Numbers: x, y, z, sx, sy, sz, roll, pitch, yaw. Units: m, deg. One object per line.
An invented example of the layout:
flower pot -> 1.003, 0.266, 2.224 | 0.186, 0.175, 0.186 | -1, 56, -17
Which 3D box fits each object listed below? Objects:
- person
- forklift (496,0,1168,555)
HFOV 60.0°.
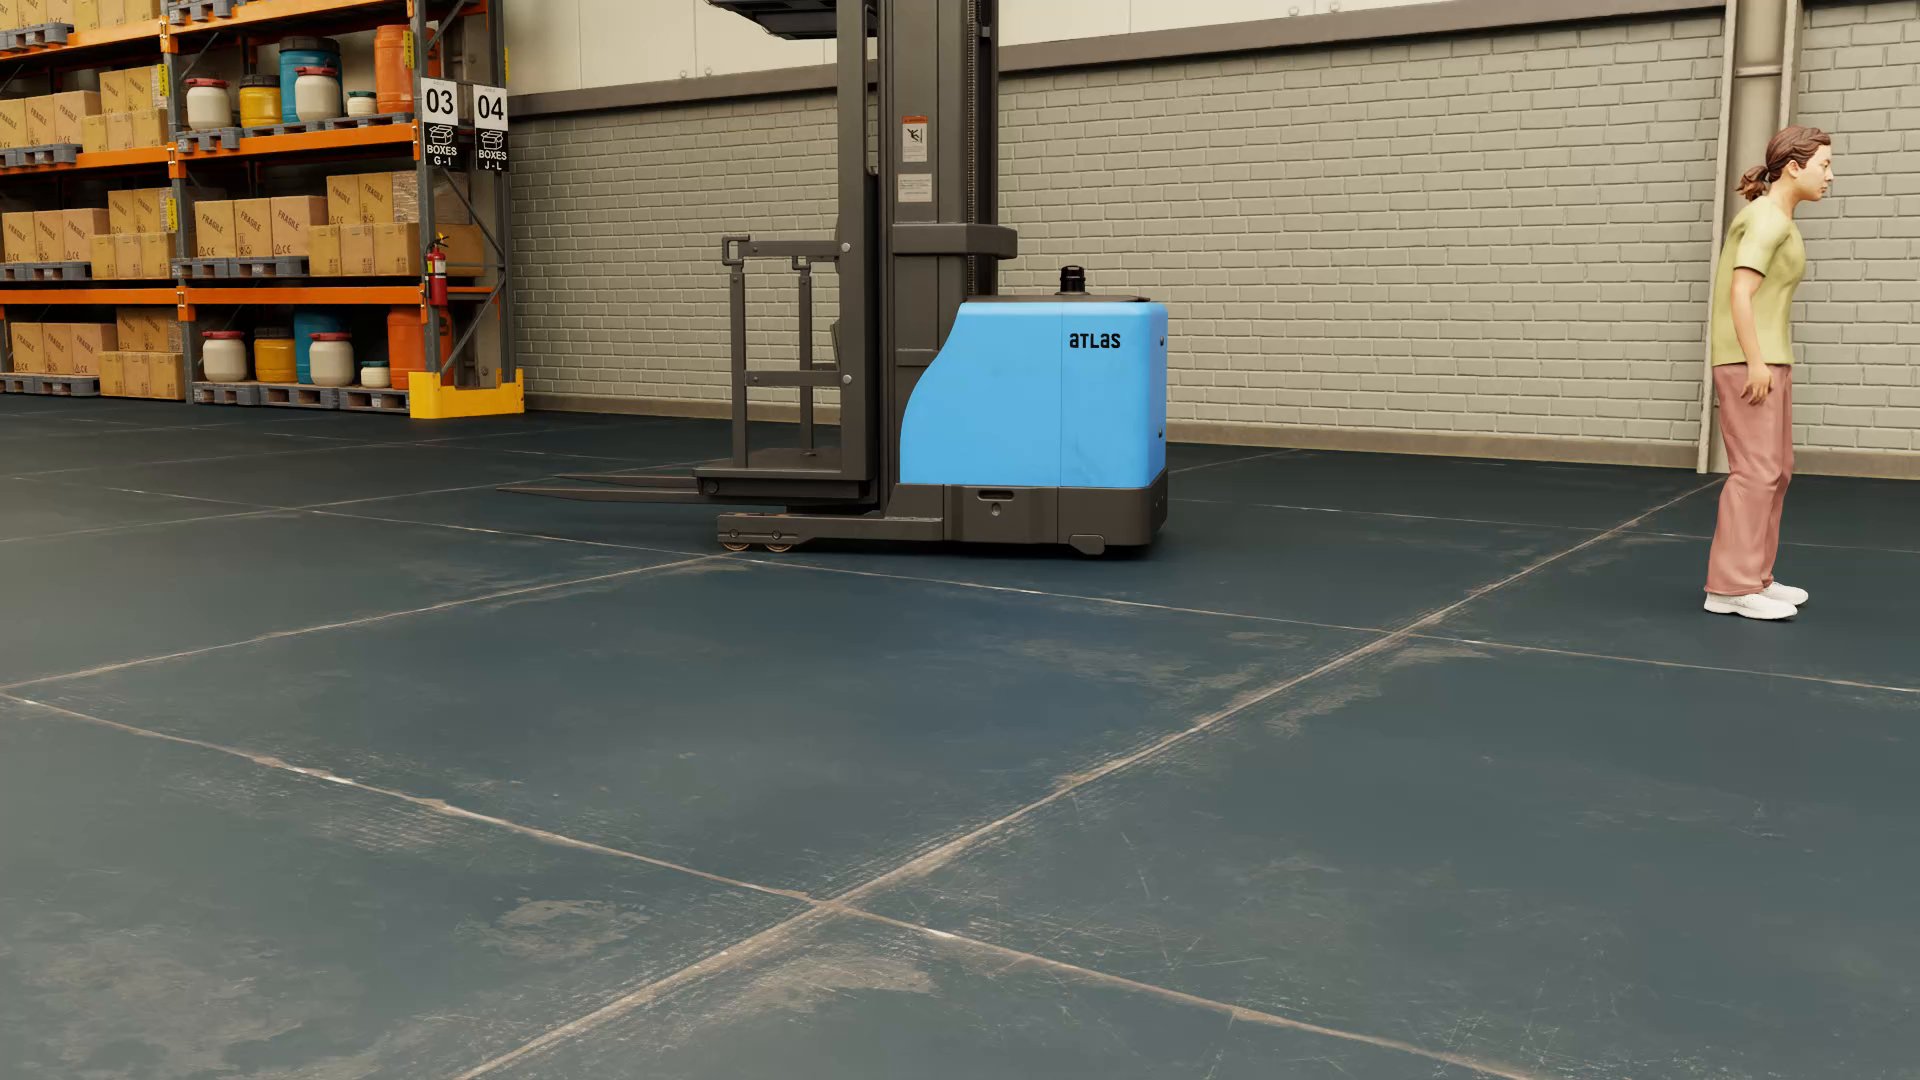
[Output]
person -> 2.804, -0.588, 5.797 | 0.352, 1.673, 0.501 | 5, 10, 32
forklift -> -0.596, -1.469, 7.520 | 3.031, 2.935, 1.130 | 2, 8, 12
